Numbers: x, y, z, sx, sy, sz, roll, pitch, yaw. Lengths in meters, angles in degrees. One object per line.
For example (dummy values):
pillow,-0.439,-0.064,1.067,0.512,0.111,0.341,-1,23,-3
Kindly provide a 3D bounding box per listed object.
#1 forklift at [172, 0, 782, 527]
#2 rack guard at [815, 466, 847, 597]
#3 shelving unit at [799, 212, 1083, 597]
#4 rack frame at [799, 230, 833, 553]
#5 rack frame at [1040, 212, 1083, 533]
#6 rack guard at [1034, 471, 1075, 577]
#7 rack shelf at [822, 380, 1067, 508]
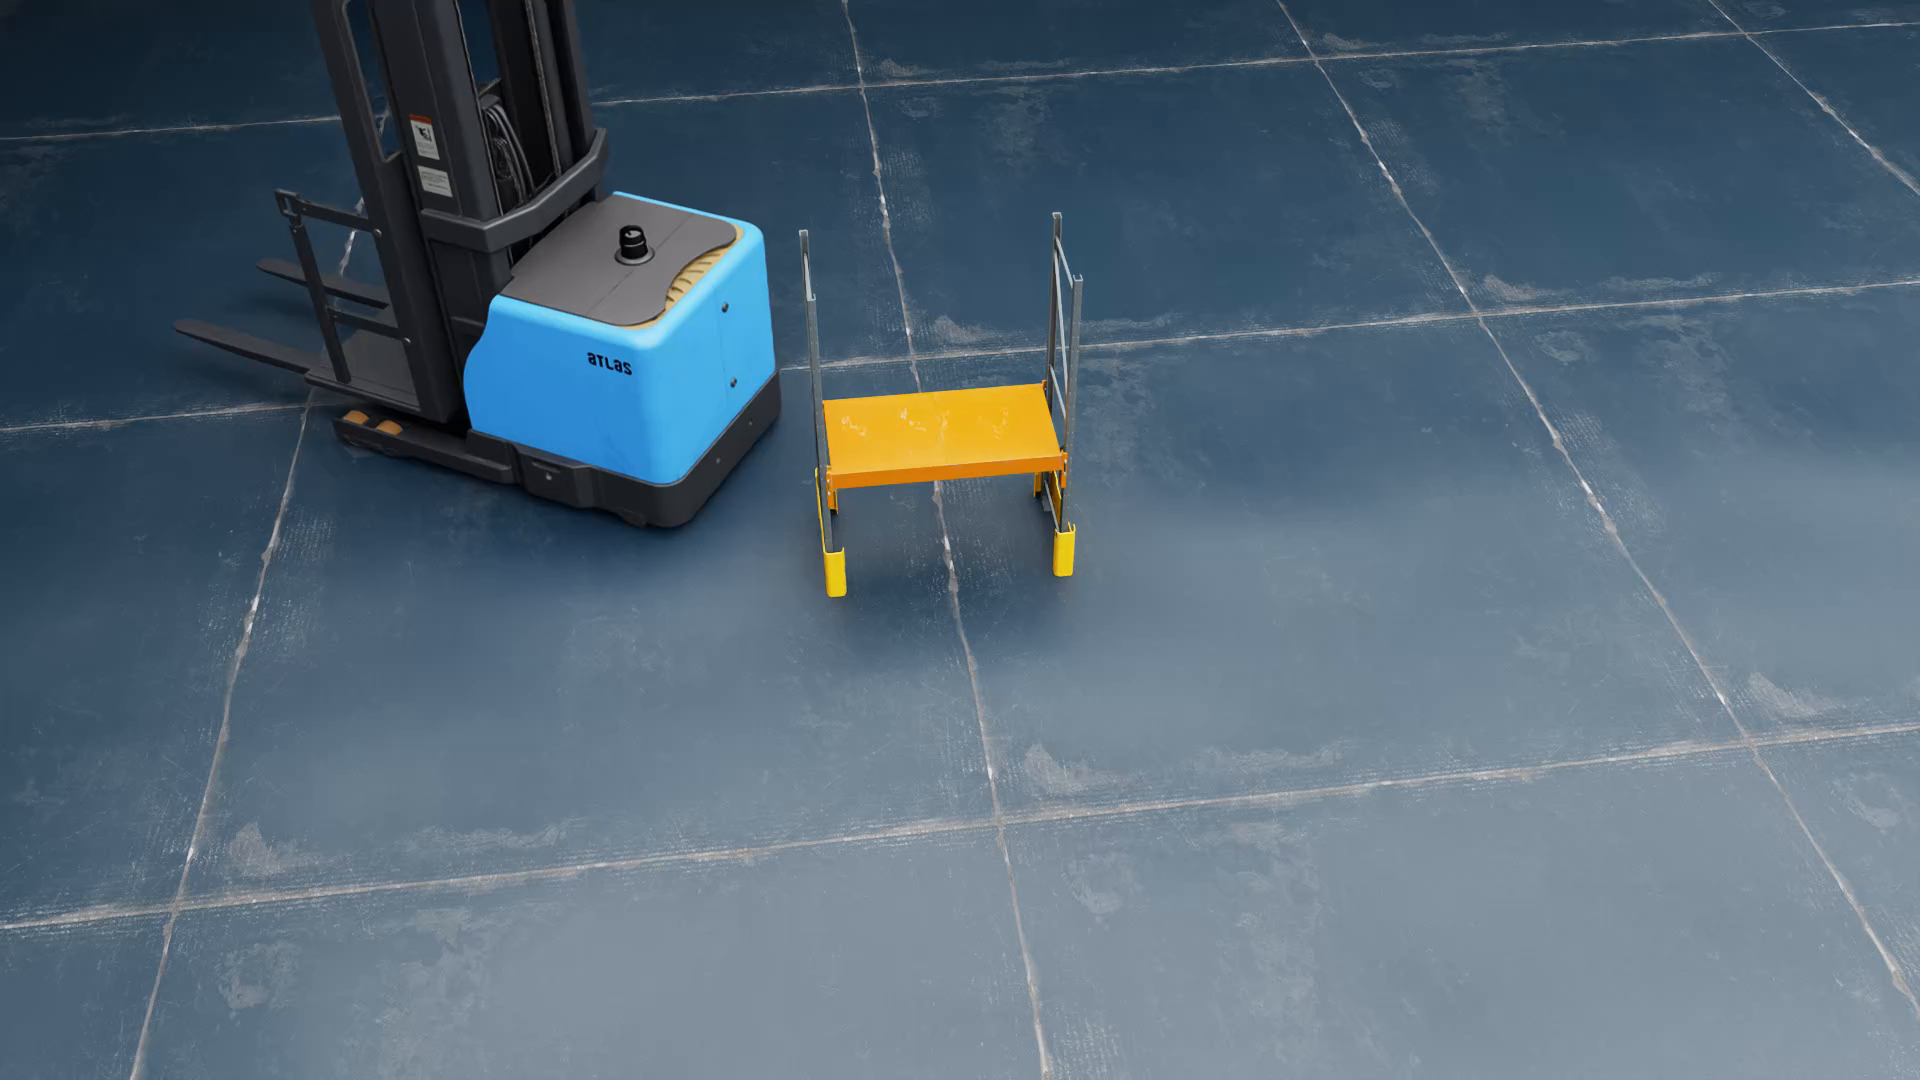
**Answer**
forklift,-2.428,-1.795,7.267,3.031,2.935,1.130,16,45,17
rack guard,-0.569,-0.043,7.326,0.087,0.250,0.587,-5,42,-6
shelving unit,-0.076,-0.550,6.955,1.083,1.500,0.587,-5,42,-6
rack frame,-0.589,-0.505,6.906,0.032,1.500,0.500,-5,42,-6
rack frame,0.419,-0.594,7.004,0.032,1.500,0.500,-5,42,-6
rack guard,0.418,-0.129,7.422,0.087,0.250,0.587,-5,42,-6
rack shelf,-0.085,-0.416,7.075,1.000,0.185,0.538,-5,42,-6
